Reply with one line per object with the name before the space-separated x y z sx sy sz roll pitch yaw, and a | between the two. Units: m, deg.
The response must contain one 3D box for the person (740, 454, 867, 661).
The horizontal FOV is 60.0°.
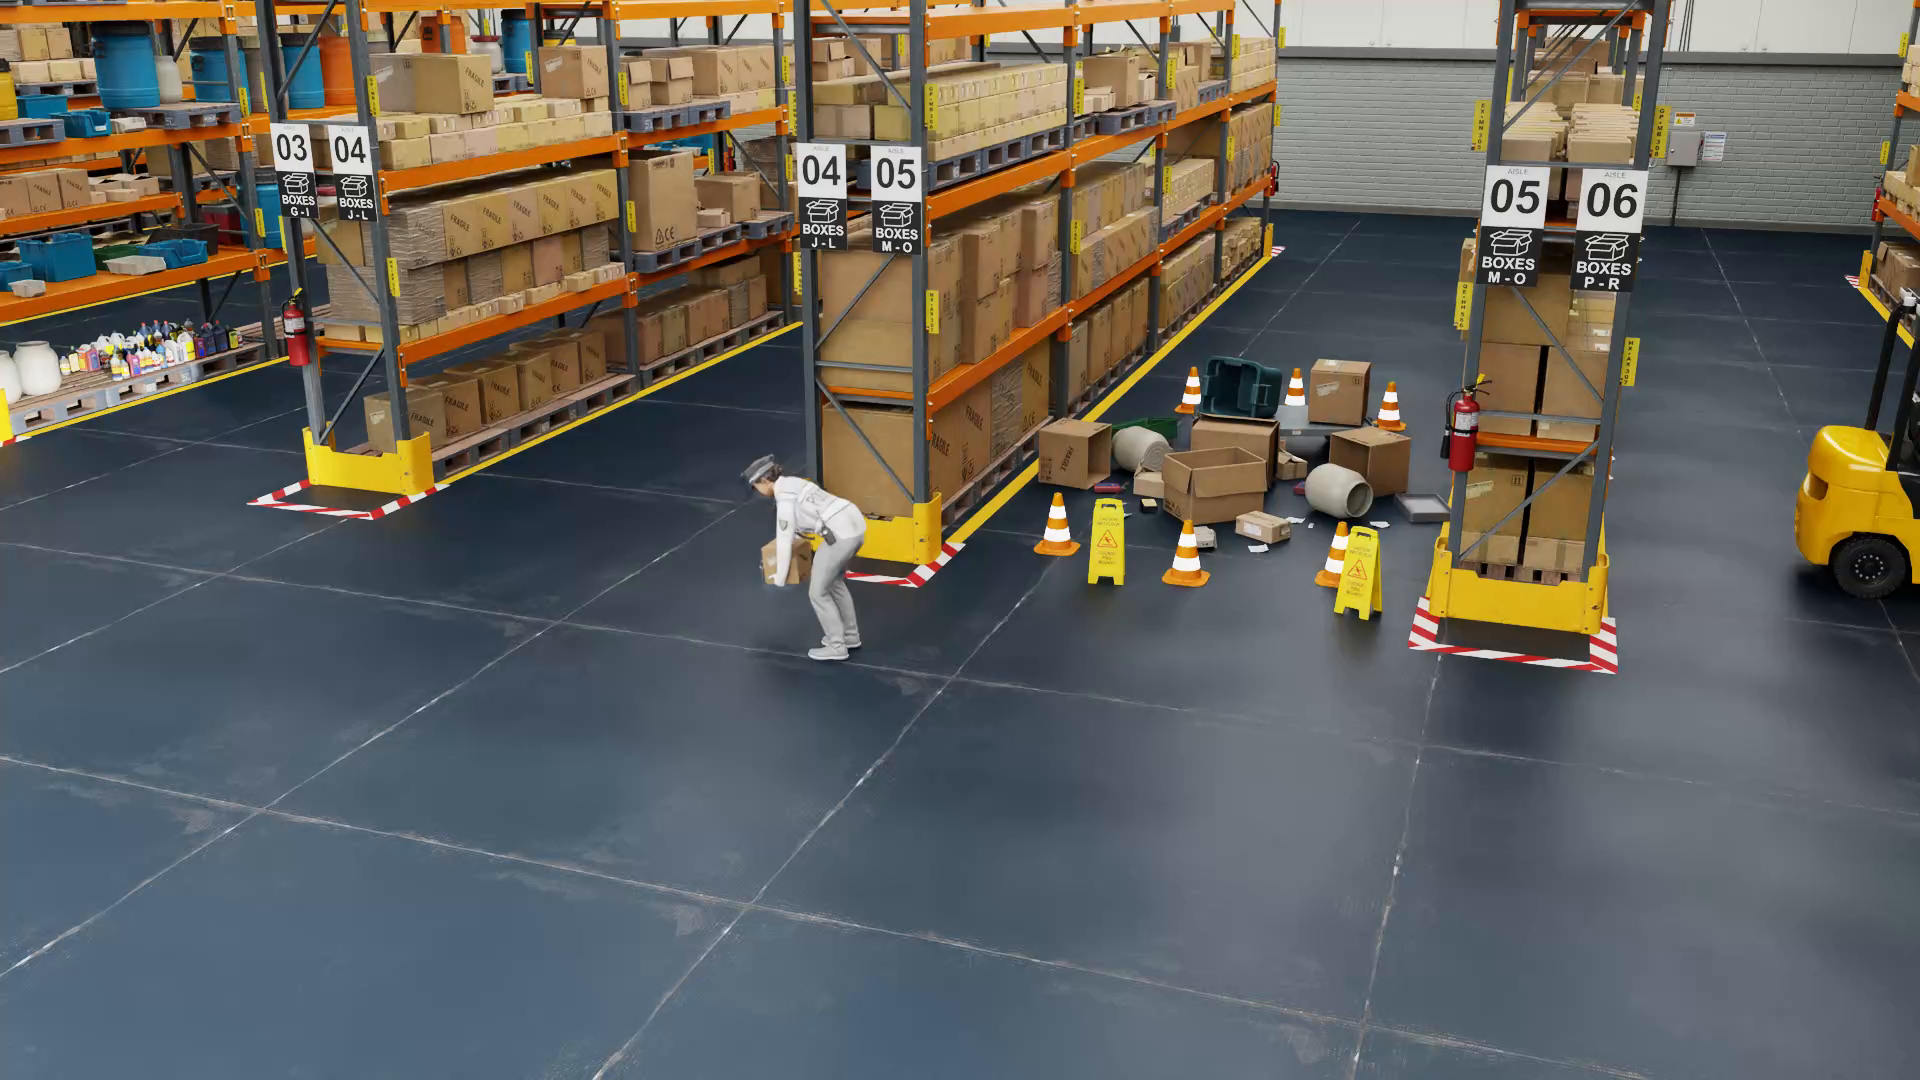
person | -1.052 0.106 11.225 0.857 1.366 0.409 6 20 17
